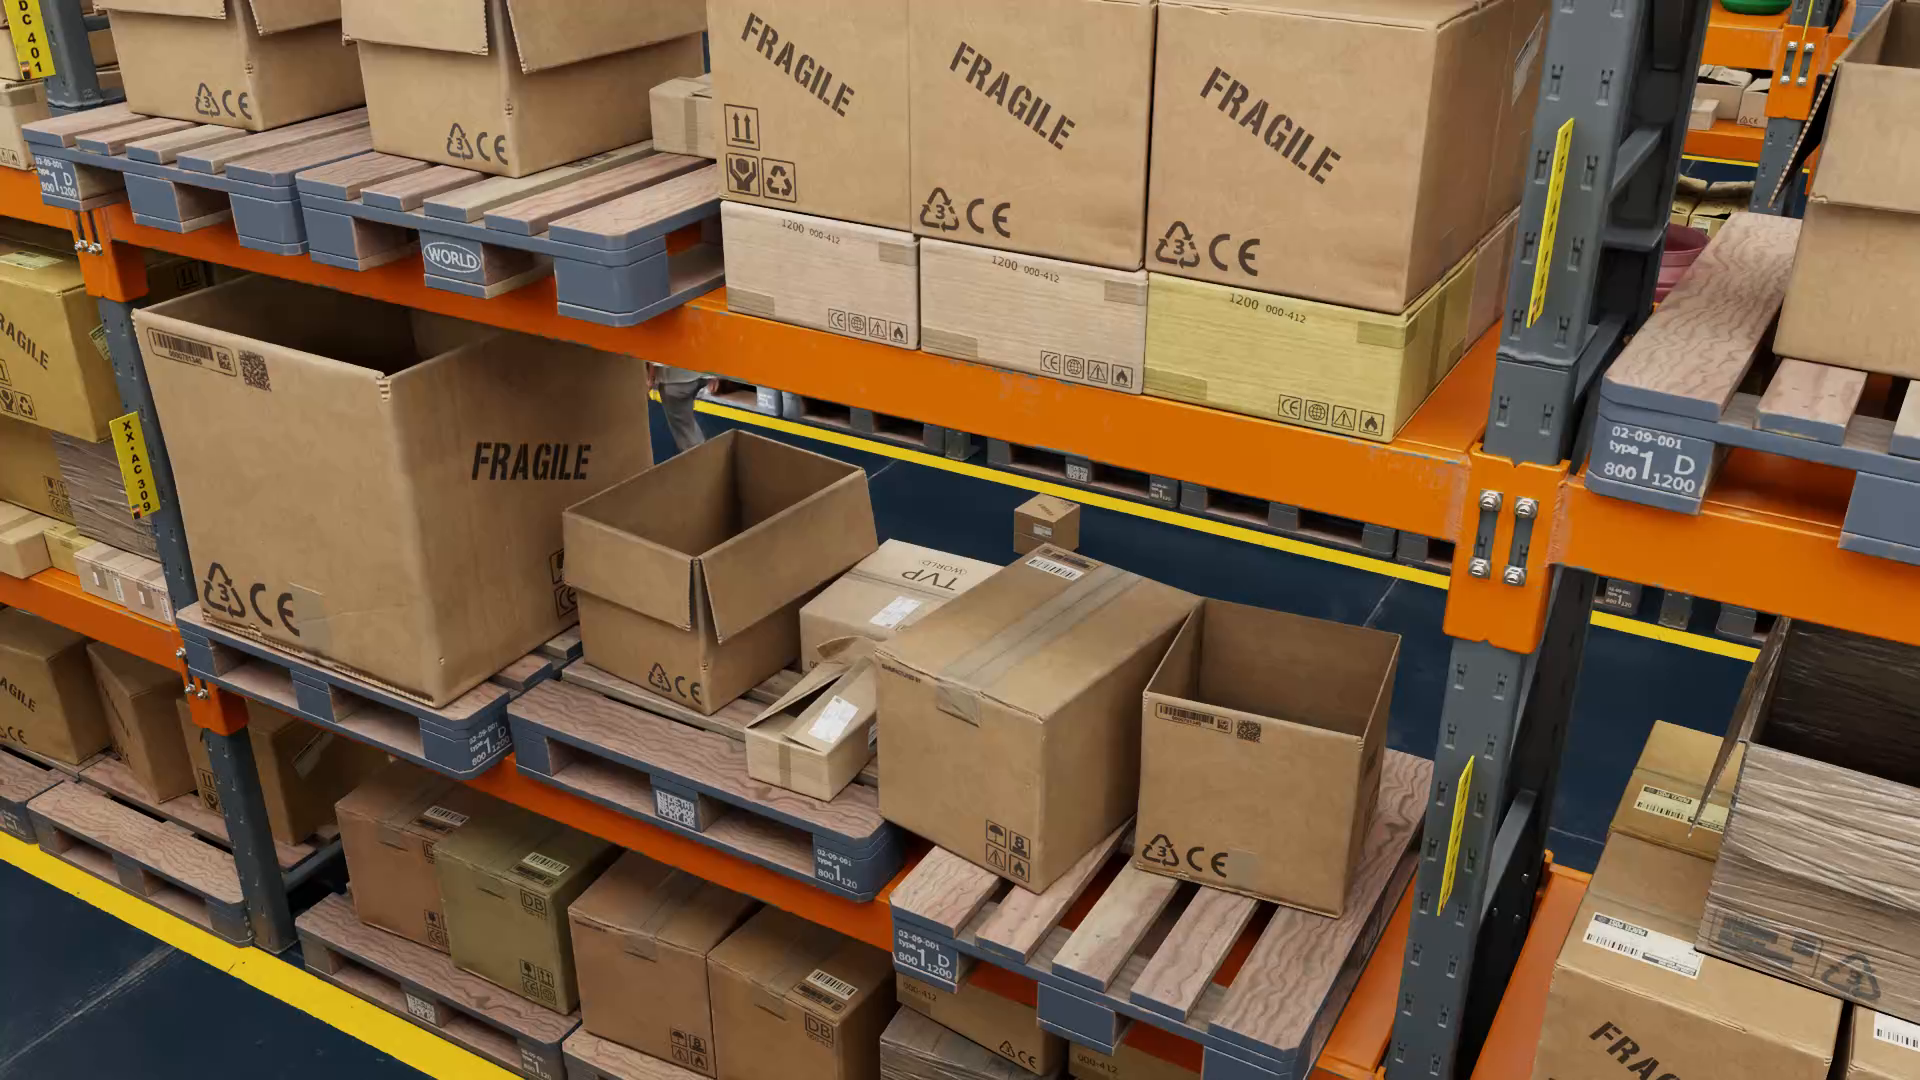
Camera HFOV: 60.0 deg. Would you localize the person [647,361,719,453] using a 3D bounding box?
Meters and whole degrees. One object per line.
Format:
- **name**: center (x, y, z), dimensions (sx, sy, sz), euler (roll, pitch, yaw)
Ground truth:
- **person**: center (-1.487, -0.863, 8.815), dimensions (0.418, 1.599, 0.409), euler (15, 30, 26)
